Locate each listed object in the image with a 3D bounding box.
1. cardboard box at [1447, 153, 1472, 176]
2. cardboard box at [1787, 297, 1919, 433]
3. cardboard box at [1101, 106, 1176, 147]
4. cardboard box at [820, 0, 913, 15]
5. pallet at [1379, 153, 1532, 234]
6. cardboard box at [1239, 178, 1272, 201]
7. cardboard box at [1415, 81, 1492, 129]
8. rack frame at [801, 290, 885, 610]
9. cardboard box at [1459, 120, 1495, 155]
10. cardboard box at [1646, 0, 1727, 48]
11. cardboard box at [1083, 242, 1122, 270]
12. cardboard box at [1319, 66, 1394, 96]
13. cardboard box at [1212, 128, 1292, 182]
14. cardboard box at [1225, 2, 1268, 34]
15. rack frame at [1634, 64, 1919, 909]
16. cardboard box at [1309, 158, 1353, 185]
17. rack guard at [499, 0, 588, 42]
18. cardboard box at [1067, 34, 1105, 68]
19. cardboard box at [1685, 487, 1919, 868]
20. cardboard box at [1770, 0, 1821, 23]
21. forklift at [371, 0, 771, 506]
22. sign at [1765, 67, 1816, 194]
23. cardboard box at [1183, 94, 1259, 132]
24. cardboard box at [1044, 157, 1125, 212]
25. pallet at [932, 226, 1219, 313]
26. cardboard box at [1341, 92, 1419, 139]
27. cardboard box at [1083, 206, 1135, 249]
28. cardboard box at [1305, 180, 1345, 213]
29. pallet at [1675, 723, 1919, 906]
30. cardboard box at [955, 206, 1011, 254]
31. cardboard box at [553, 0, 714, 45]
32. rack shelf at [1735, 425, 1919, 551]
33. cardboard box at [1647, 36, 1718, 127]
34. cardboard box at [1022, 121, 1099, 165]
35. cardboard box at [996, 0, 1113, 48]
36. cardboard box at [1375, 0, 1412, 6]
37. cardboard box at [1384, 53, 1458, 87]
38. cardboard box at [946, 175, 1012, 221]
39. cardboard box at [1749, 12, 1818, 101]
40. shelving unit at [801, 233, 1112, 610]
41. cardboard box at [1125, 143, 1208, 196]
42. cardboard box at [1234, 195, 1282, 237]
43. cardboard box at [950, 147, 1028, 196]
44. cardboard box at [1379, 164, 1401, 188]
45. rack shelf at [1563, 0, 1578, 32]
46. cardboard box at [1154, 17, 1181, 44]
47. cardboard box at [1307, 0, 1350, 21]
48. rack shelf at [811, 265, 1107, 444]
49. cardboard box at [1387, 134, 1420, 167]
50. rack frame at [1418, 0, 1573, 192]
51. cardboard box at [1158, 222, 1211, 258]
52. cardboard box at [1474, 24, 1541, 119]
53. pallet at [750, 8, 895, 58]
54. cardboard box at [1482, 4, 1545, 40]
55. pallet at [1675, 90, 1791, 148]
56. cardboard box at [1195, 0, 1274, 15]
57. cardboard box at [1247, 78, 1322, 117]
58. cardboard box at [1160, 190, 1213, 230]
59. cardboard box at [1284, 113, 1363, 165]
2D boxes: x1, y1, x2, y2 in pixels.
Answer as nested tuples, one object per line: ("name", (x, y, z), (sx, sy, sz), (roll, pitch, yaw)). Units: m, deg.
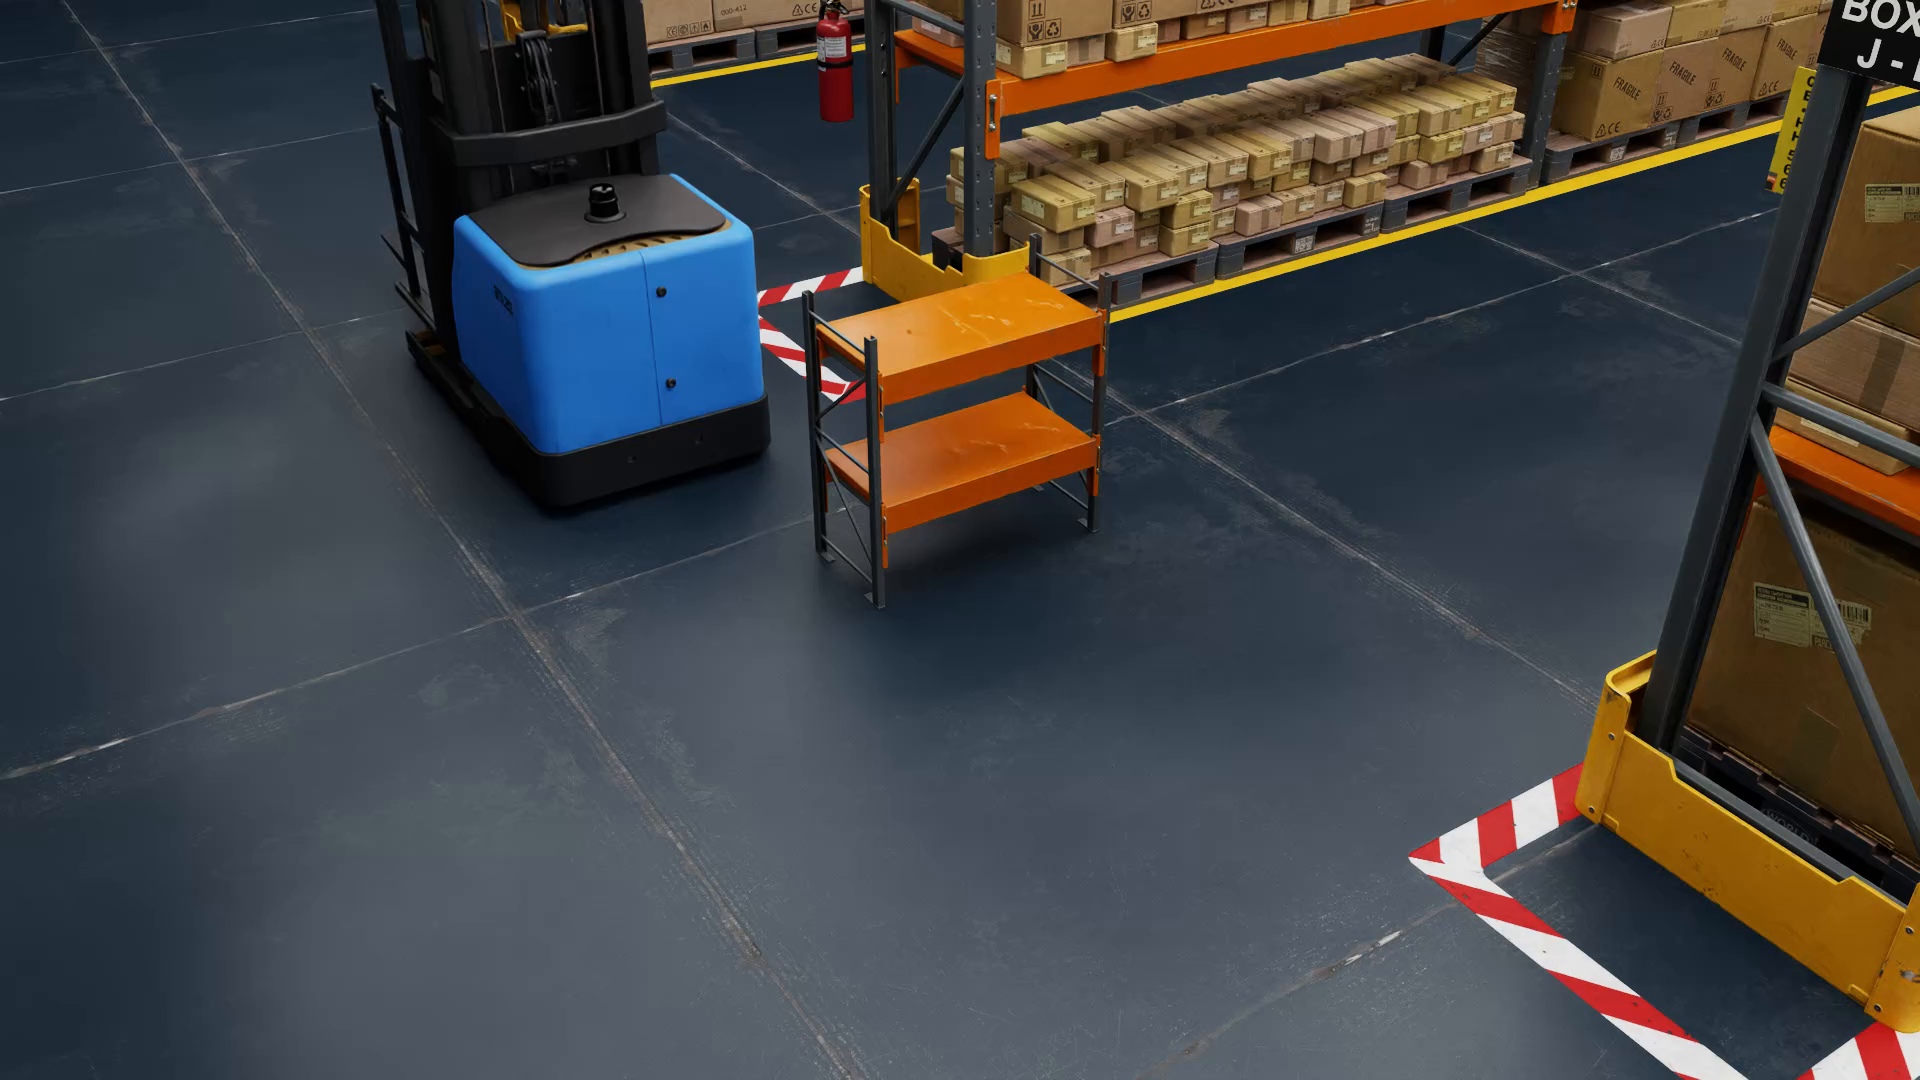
("cardboard box", (2.798, -2.289, 9.846), (0.250, 0.149, 0.380), (-18, 36, -26))
("cardboard box", (2.711, -0.533, 4.645), (0.500, 0.250, 0.500), (-20, 37, -28))
("cardboard box", (0.991, -2.283, 9.278), (0.250, 0.149, 0.380), (-18, 36, -26))
("cardboard box", (-0.898, -4.513, 13.101), (0.875, 0.438, 0.875), (-20, 37, -29))
("pallet", (2.662, -2.232, 10.090), (1.213, 0.211, 1.003), (-19, 37, -27))
("cardboard box", (1.494, -2.005, 9.116), (0.250, 0.149, 0.380), (-17, 36, -25))
("cardboard box", (2.856, -2.533, 9.675), (0.250, 0.149, 0.380), (-18, 37, -27))
("rack frame", (-0.433, -0.327, 6.214), (0.032, 1.125, 0.500), (-19, 37, -27))
("cardboard box", (2.894, -2.401, 9.745), (0.250, 0.149, 0.380), (-21, 38, -29))
("cardboard box", (4.417, -3.309, 10.430), (0.500, 0.250, 0.500), (-18, 36, -26))
("cardboard box", (0.634, -1.557, 8.685), (0.250, 0.149, 0.380), (-19, 37, -27))
("cardboard box", (2.356, -2.690, 9.923), (0.250, 0.149, 0.380), (-20, 37, -28))
("cardboard box", (1.565, -2.077, 8.951), (0.250, 0.149, 0.380), (-18, 37, -27))
("cardboard box", (1.349, -2.713, 8.475), (0.250, 0.149, 0.380), (-20, 37, -28))
("rack frame", (2.447, -0.211, 4.273), (0.127, 3.000, 1.000), (-19, 37, -27))
("cardboard box", (1.974, -2.137, 9.325), (0.250, 0.149, 0.380), (-21, 38, -29))
("rack guard", (-2.942, -3.591, 11.974), (0.348, 0.500, 1.175), (-19, 37, -27))
("cardboard box", (0.486, -2.397, 7.974), (0.250, 0.149, 0.380), (-18, 36, -26))
("cardboard box", (2.942, 0.289, 5.078), (0.875, 0.875, 0.875), (-19, 37, -27))
("cardboard box", (5.282, -3.609, 10.906), (0.500, 0.250, 0.500), (-18, 36, -26))
("forklift", (-2.036, -2.129, 7.377), (1.130, 2.935, 3.031), (-18, 37, -27))
("sign", (2.165, -1.049, 4.293), (0.005, 0.325, 0.100), (-19, 37, -27))
("cardboard box", (1.478, -2.397, 9.460), (0.250, 0.149, 0.380), (-19, 37, -27))
("cardboard box", (0.636, -1.821, 8.546), (0.250, 0.149, 0.380), (-18, 37, -26))
("pallet", (0.611, -1.526, 8.972), (1.213, 0.211, 1.003), (-19, 37, -27))
("cardboard box", (2.390, -2.418, 9.493), (0.250, 0.149, 0.380), (-18, 36, -26))
("cardboard box", (0.685, -1.653, 8.558), (0.250, 0.149, 0.380), (-19, 37, -27))
("cardboard box", (1.936, -1.982, 9.359), (0.250, 0.149, 0.380), (-18, 37, -26))
("pallet", (3.077, 0.702, 5.439), (1.213, 0.211, 1.003), (-19, 37, -27))
("cardboard box", (0.174, -1.682, 8.884), (0.250, 0.149, 0.380), (-18, 37, -26))
("cardboard box", (-2.422, -3.985, 12.263), (0.875, 0.438, 0.875), (-20, 38, -29))
("rack shelf", (4.128, -0.485, 5.382), (4.000, 0.370, 1.077), (-19, 37, -27))
("cardboard box", (4.415, -2.990, 10.627), (0.500, 0.500, 0.500), (-17, 36, -25))
("cardboard box", (0.544, -2.134, 9.042), (0.250, 0.149, 0.380), (-20, 37, -28))
("cardboard box", (0.372, -2.639, 7.749), (0.500, 0.500, 0.500), (-17, 36, -25))
("cardboard box", (2.237, -2.998, 8.927), (0.250, 0.149, 0.380), (-21, 38, -29))
("cardboard box", (2.805, -2.838, 10.158), (0.250, 0.149, 0.380), (-17, 36, -25))
("cardboard box", (0.134, -1.843, 8.860), (0.250, 0.149, 0.380), (-20, 37, -29))
("cardboard box", (5.283, -3.282, 11.090), (0.500, 0.500, 0.500), (-21, 38, -29))
("shelving unit", (-0.006, -0.474, 6.447), (1.048, 1.125, 0.538), (-19, 37, -27))
("cardboard box", (1.081, -1.945, 8.743), (0.250, 0.149, 0.380), (-21, 38, -30))
("cardboard box", (1.533, -1.806, 9.080), (0.250, 0.149, 0.380), (-21, 38, -30))
("cardboard box", (0.152, -1.955, 8.758), (0.250, 0.149, 0.380), (-19, 37, -27))
("cardboard box", (2.324, -2.162, 9.644), (0.250, 0.149, 0.380), (-20, 37, -28))
("rack shelf", (4.888, -3.895, 10.787), (4.000, 0.370, 1.077), (-19, 37, -27))
("cardboard box", (0.885, -2.587, 8.276), (0.250, 0.149, 0.380), (-17, 36, -25))
("cardboard box", (1.819, -2.843, 8.681), (0.250, 0.149, 0.380), (-18, 37, -26))
("rack shelf", (-0.006, -0.721, 6.291), (1.000, 0.278, 0.538), (-19, 37, -27))
("cardboard box", (2.414, -2.287, 9.564), (0.250, 0.149, 0.380), (-19, 37, -27))
("rack frame", (3.207, -3.621, 9.679), (0.127, 3.000, 1.000), (-19, 37, -27))
("cardboard box", (1.114, -1.656, 8.843), (0.250, 0.149, 0.380), (-18, 37, -27))
("cardboard box", (3.692, -3.068, 10.752), (0.500, 0.500, 0.500), (-20, 37, -28))
("pallet", (-1.268, -4.093, 13.040), (1.213, 0.211, 1.003), (-19, 37, -27))
("cardboard box", (3.696, -3.387, 10.555), (0.500, 0.250, 0.500), (-20, 37, -29))
("pallet", (4.887, -3.022, 11.343), (1.213, 0.211, 1.003), (-19, 37, -27))
("cardboard box", (1.226, -2.941, 8.228), (0.500, 0.500, 0.500), (-18, 37, -27))
("cardboard box", (1.890, -2.567, 9.729), (0.250, 0.149, 0.380), (-18, 37, -26))
("cardboard box", (1.117, -1.788, 8.773), (0.250, 0.149, 0.380), (-18, 36, -26))
("cardboard box", (1.992, -2.215, 9.171), (0.250, 0.149, 0.380), (-20, 38, -29))
